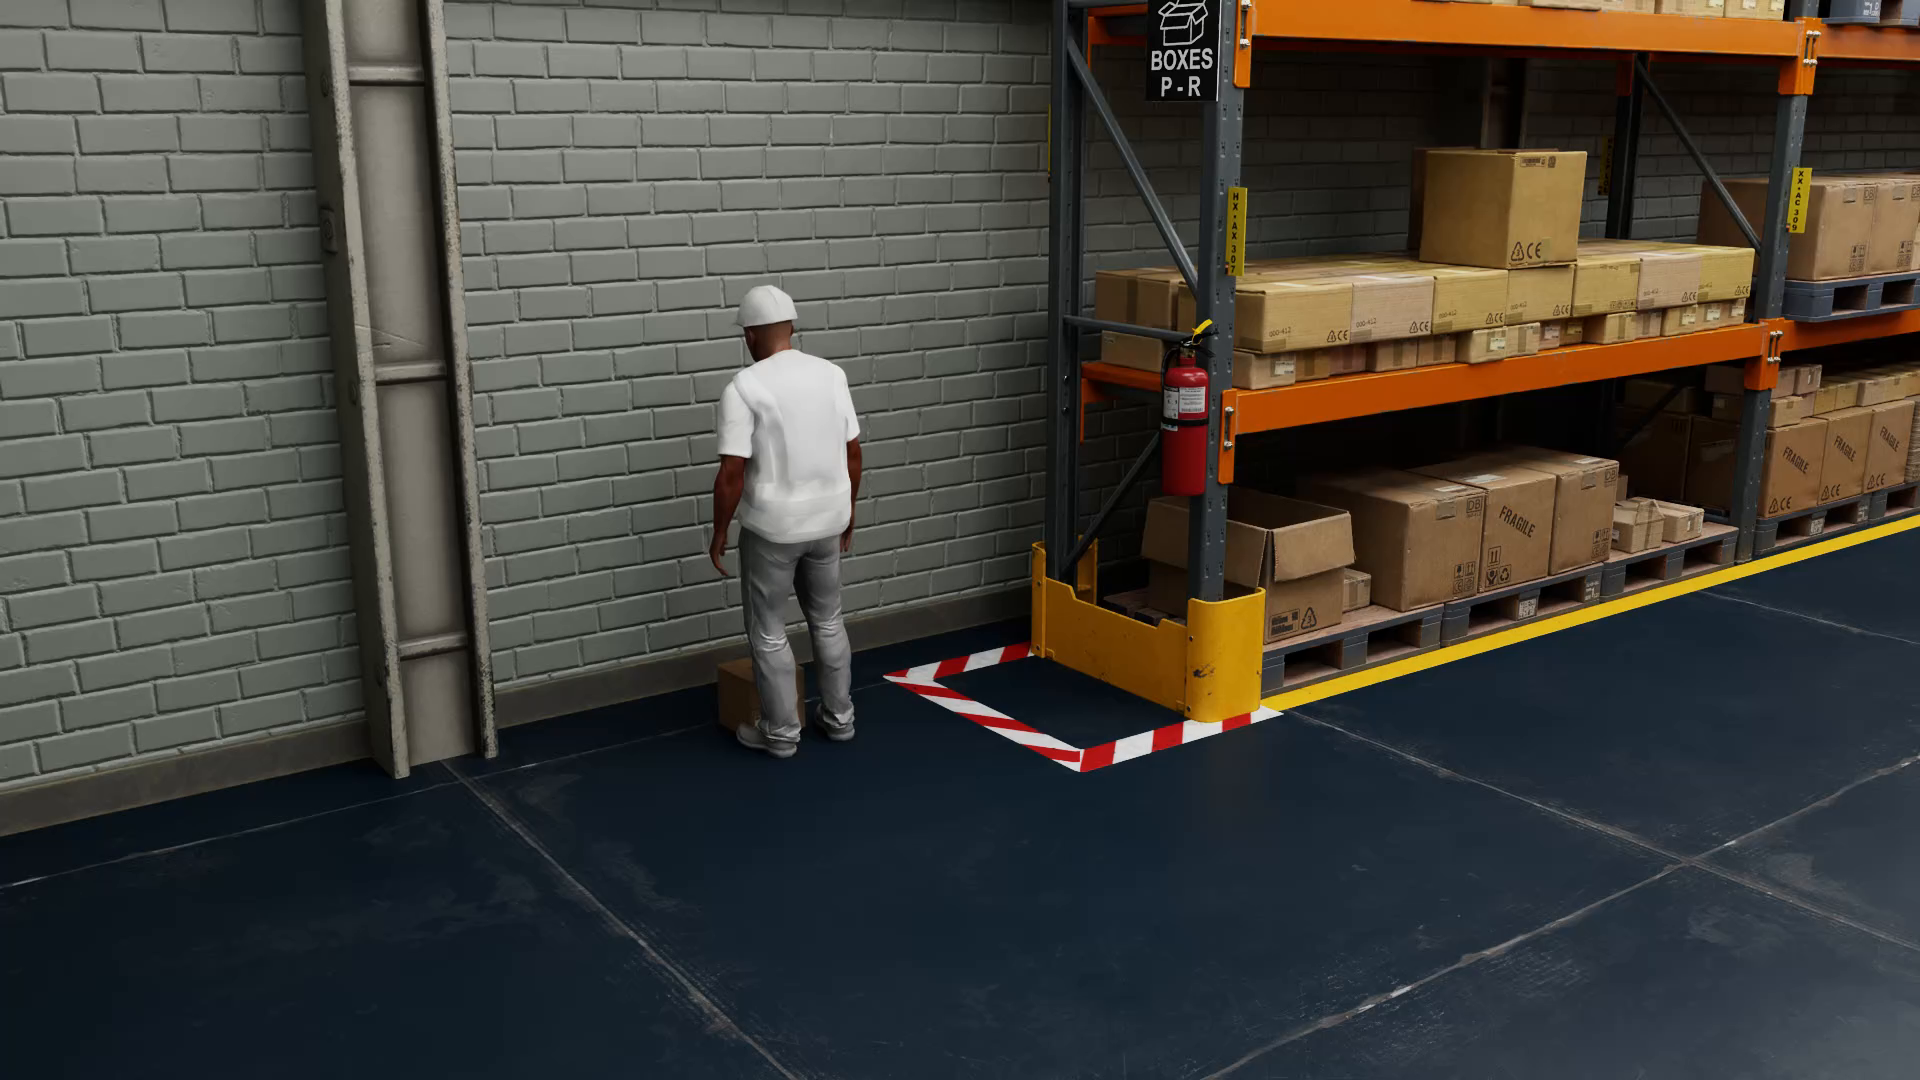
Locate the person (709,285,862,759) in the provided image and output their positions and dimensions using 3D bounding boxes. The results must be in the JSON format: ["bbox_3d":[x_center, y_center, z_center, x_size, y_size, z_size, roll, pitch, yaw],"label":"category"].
[{"bbox_3d":[-0.649,-0.068,6.237,0.638,1.761,0.459,-11,18,-36],"label":"person"}]
